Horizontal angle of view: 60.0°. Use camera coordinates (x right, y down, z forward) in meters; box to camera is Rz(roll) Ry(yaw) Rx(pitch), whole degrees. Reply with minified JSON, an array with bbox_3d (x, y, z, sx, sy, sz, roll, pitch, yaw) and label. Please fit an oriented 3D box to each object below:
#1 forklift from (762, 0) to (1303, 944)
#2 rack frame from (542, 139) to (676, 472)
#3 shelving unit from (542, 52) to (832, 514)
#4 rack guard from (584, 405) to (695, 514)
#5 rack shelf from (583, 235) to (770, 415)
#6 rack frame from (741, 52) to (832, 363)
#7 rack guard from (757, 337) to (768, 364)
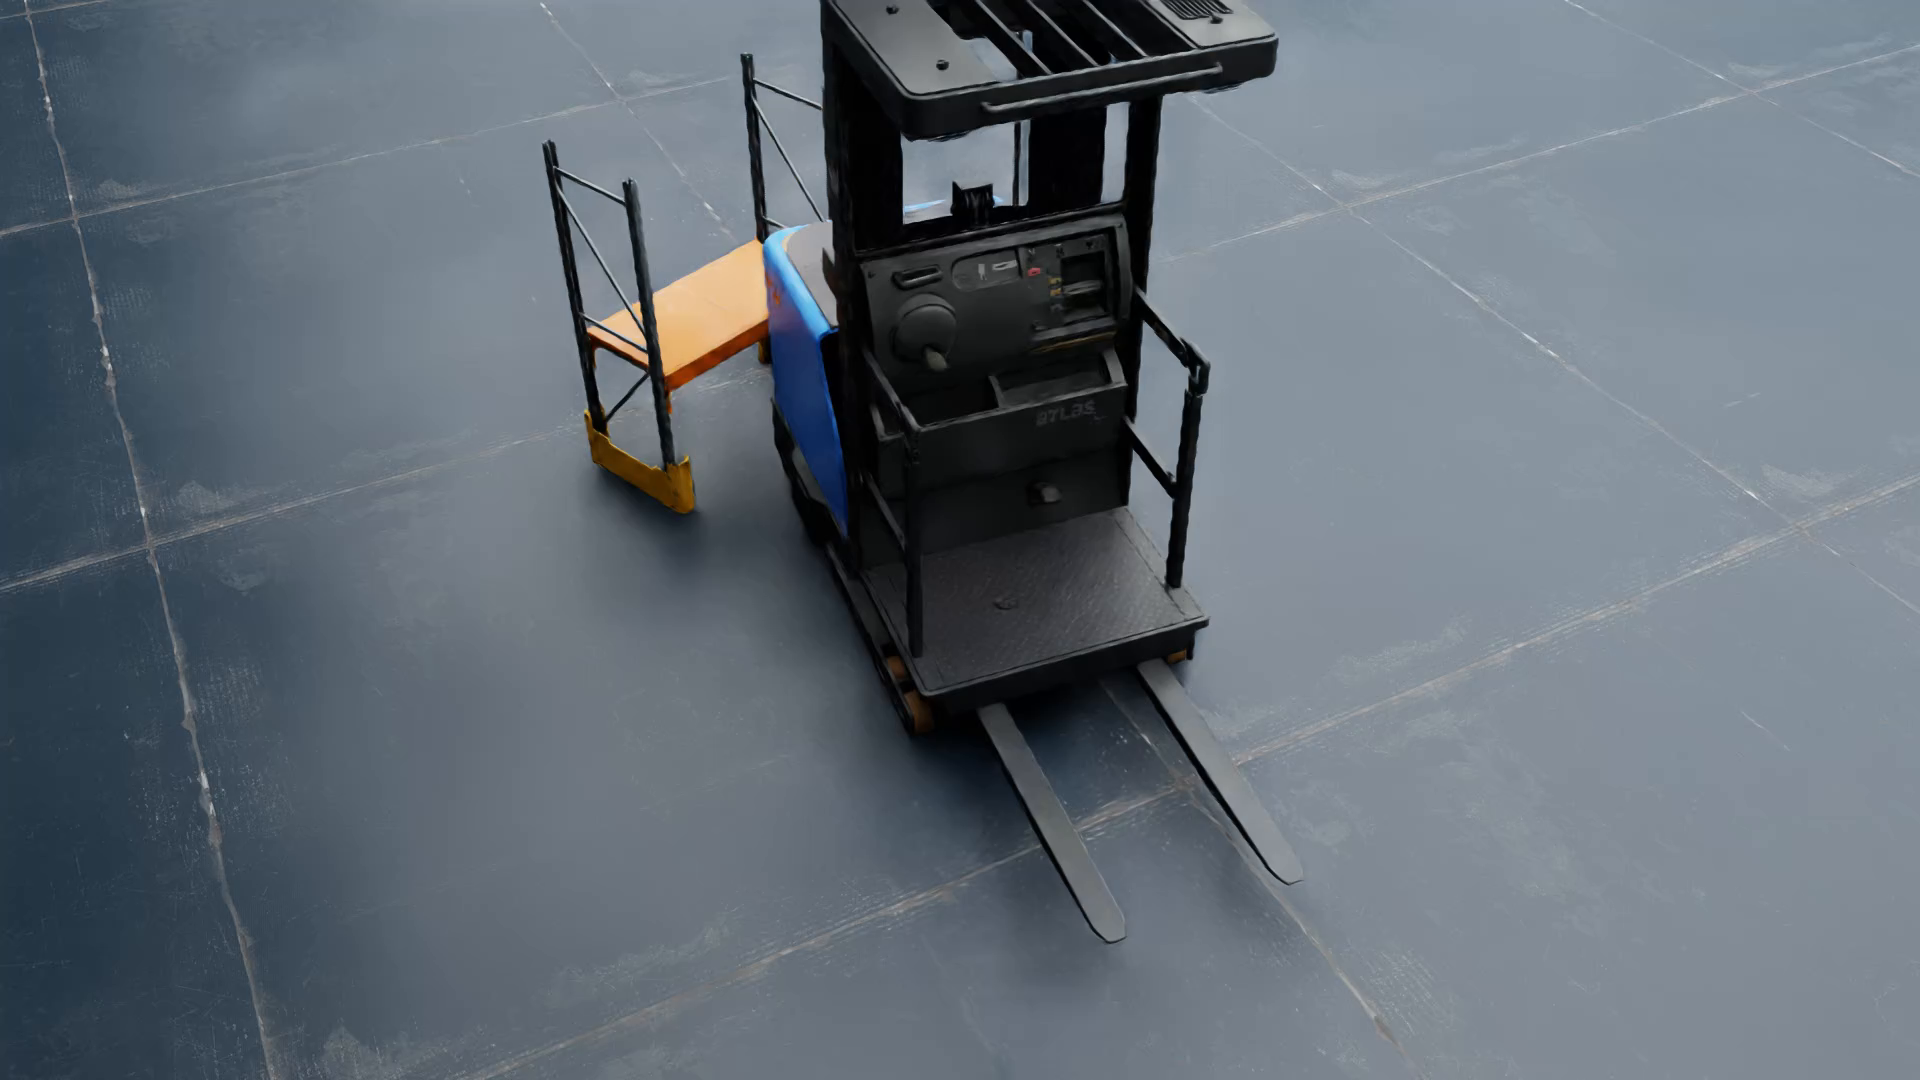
[{"bbox_3d":[0.212,-0.731,5.345,1.130,2.935,3.031,-14,42,-16],"label":"forklift"},{"bbox_3d":[-1.355,-0.807,6.543,0.500,1.500,0.032,29,48,30],"label":"rack frame"},{"bbox_3d":[-1.018,-1.061,6.843,0.587,1.500,1.083,29,48,30],"label":"shelving unit"},{"bbox_3d":[-1.342,-0.340,6.958,0.587,0.250,0.087,29,48,30],"label":"rack guard"},{"bbox_3d":[-1.024,-0.919,6.954,0.538,0.185,1.000,29,48,30],"label":"rack shelf"},{"bbox_3d":[-0.693,-1.306,7.132,0.500,1.500,0.032,29,48,30],"label":"rack frame"},{"bbox_3d":[-0.694,-0.828,7.535,0.587,0.250,0.087,29,48,30],"label":"rack guard"}]
